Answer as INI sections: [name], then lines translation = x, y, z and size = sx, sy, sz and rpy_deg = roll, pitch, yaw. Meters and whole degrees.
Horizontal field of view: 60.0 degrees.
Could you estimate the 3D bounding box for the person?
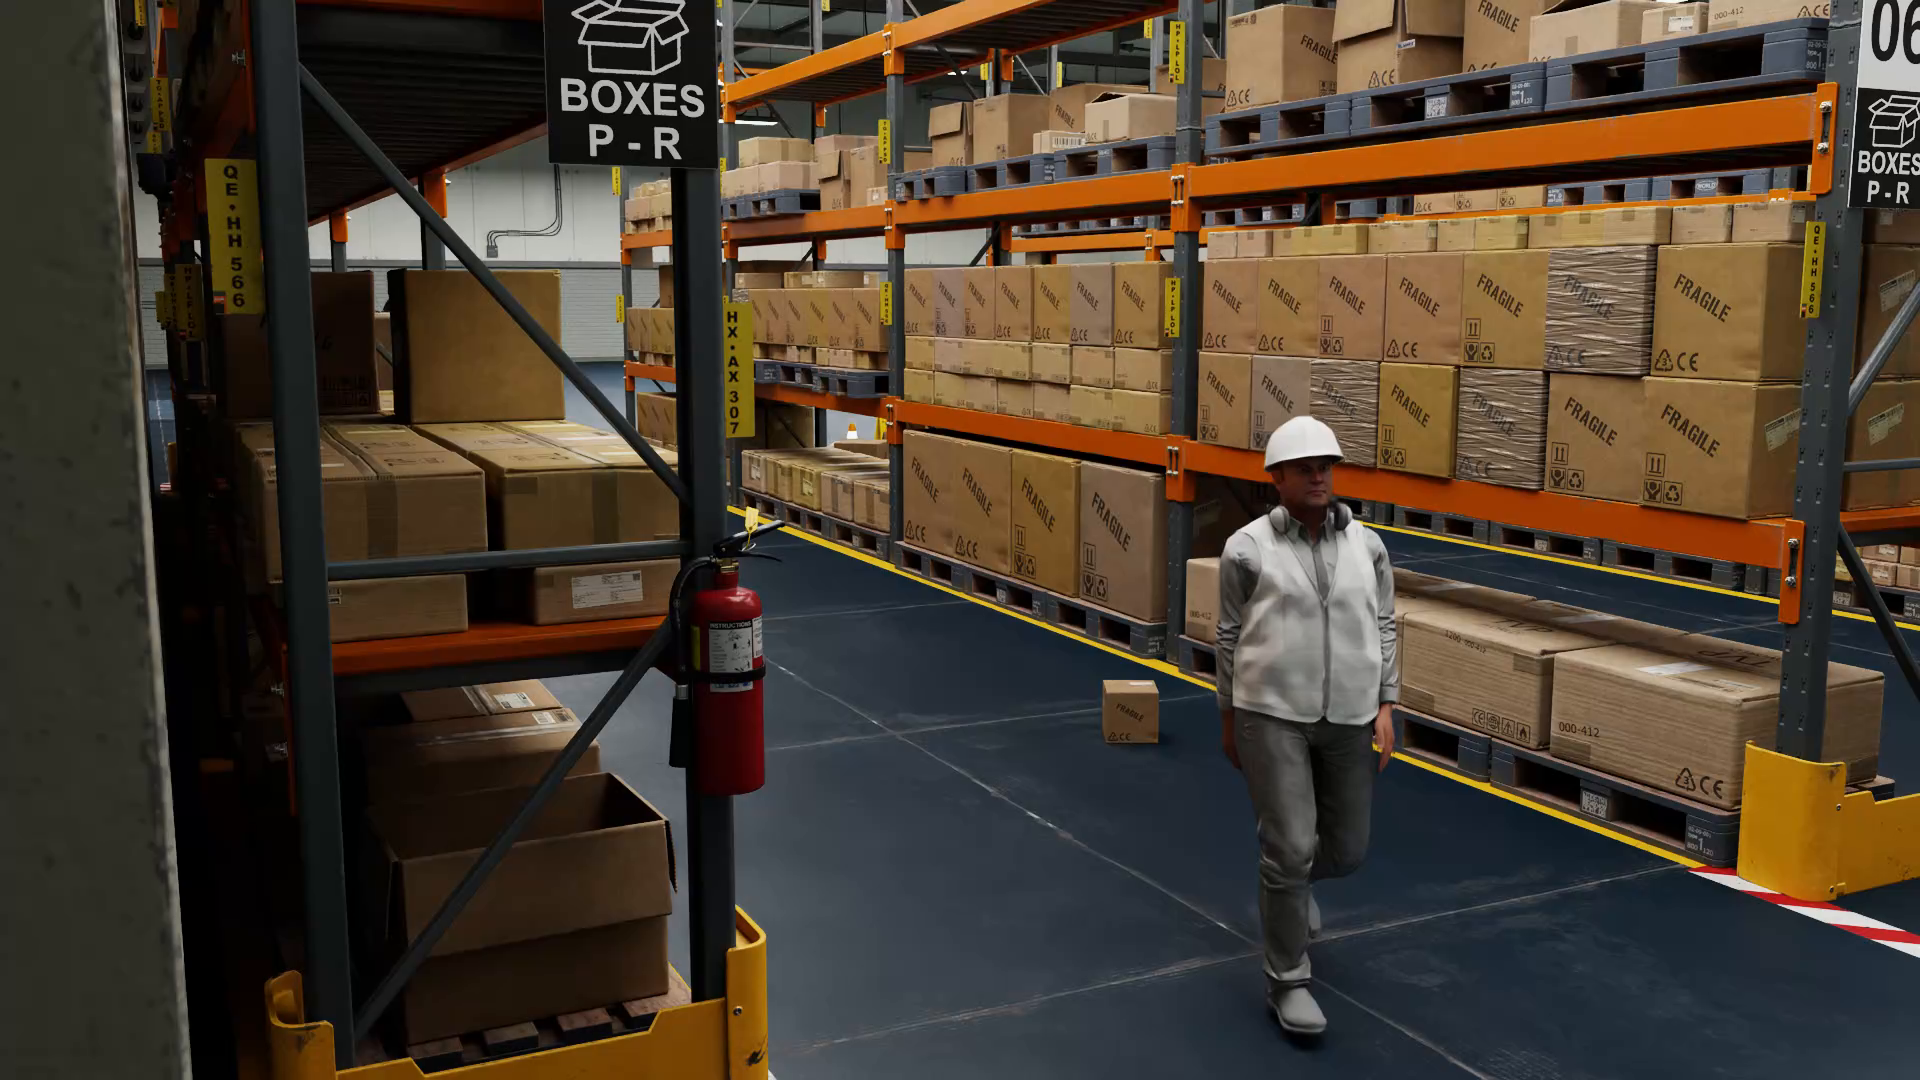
[person]
translation = 1.039, 0.503, 4.992
size = 0.539, 1.746, 0.831
rpy_deg = -1, 9, -9
